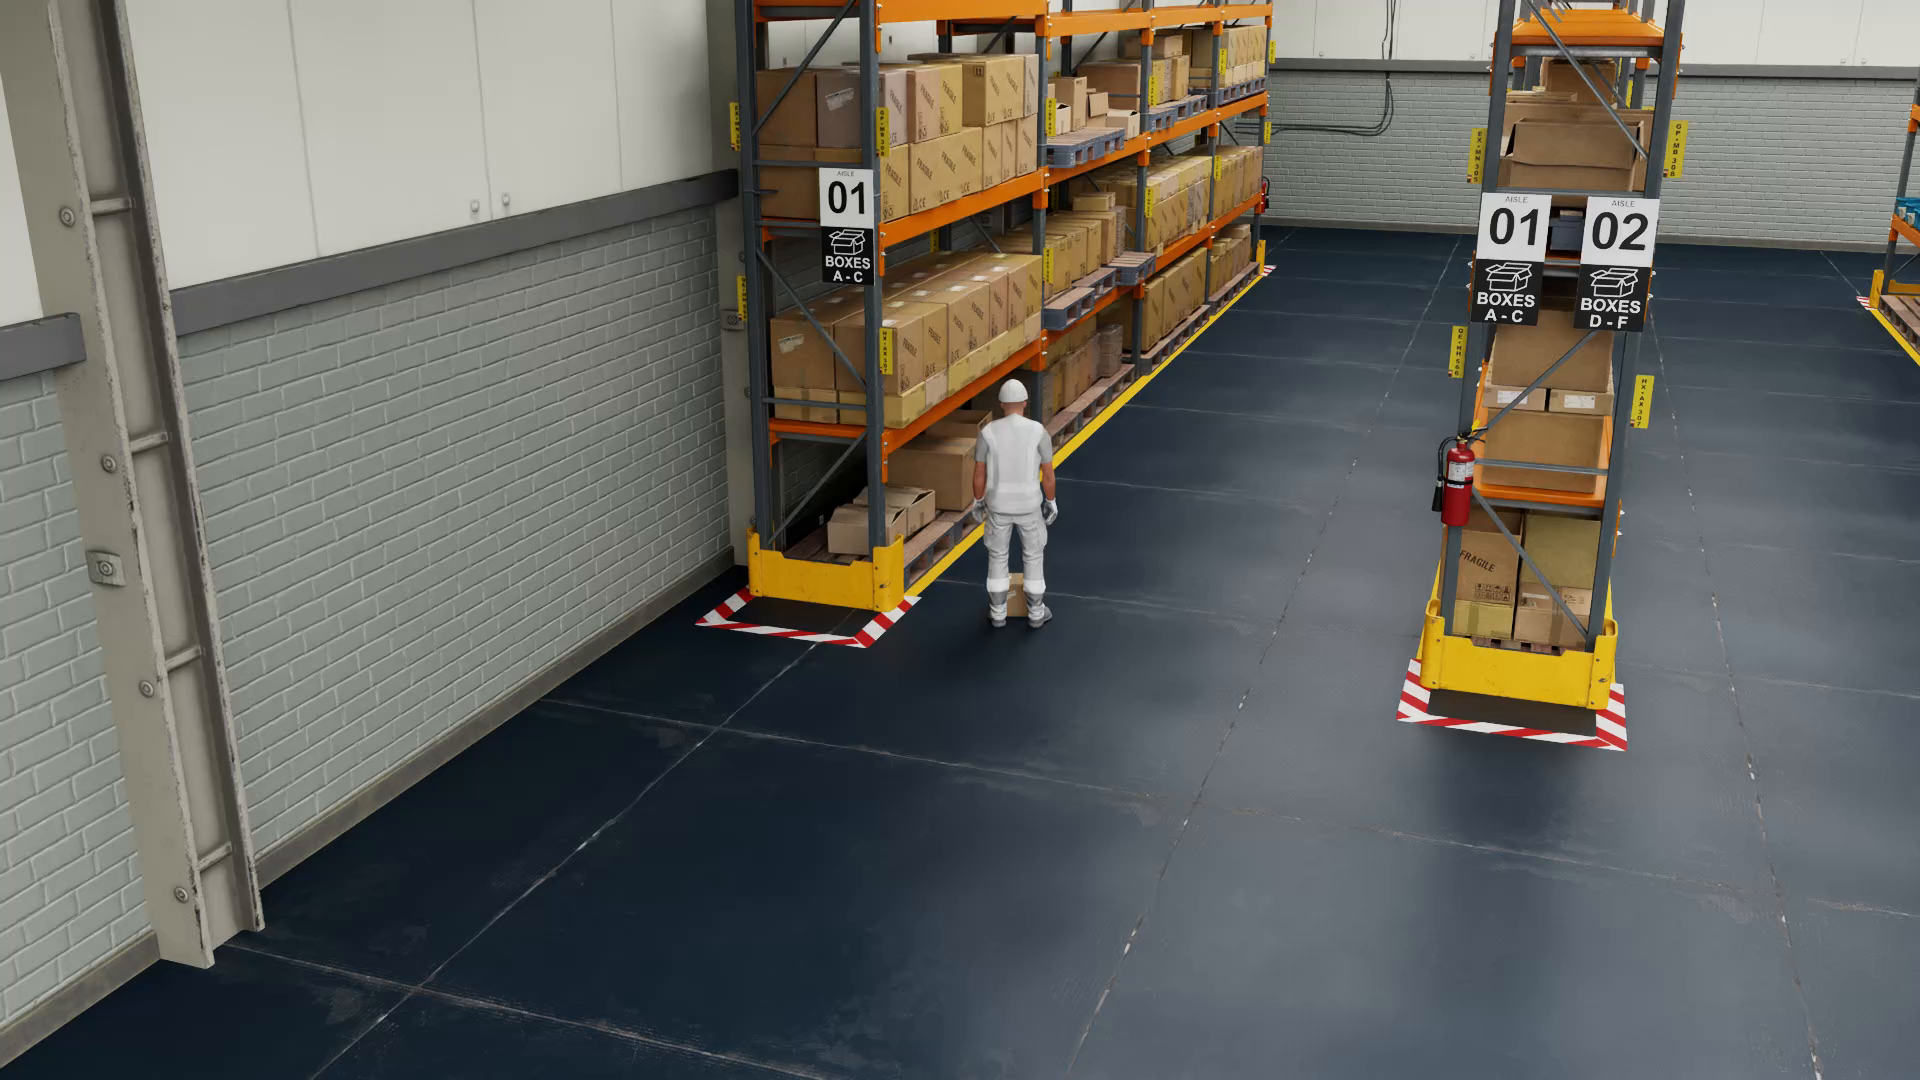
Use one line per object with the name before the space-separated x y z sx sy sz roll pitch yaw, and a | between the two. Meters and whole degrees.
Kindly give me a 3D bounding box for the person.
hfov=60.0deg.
person | 0.387 -0.251 11.789 0.610 1.779 0.455 2 19 5
